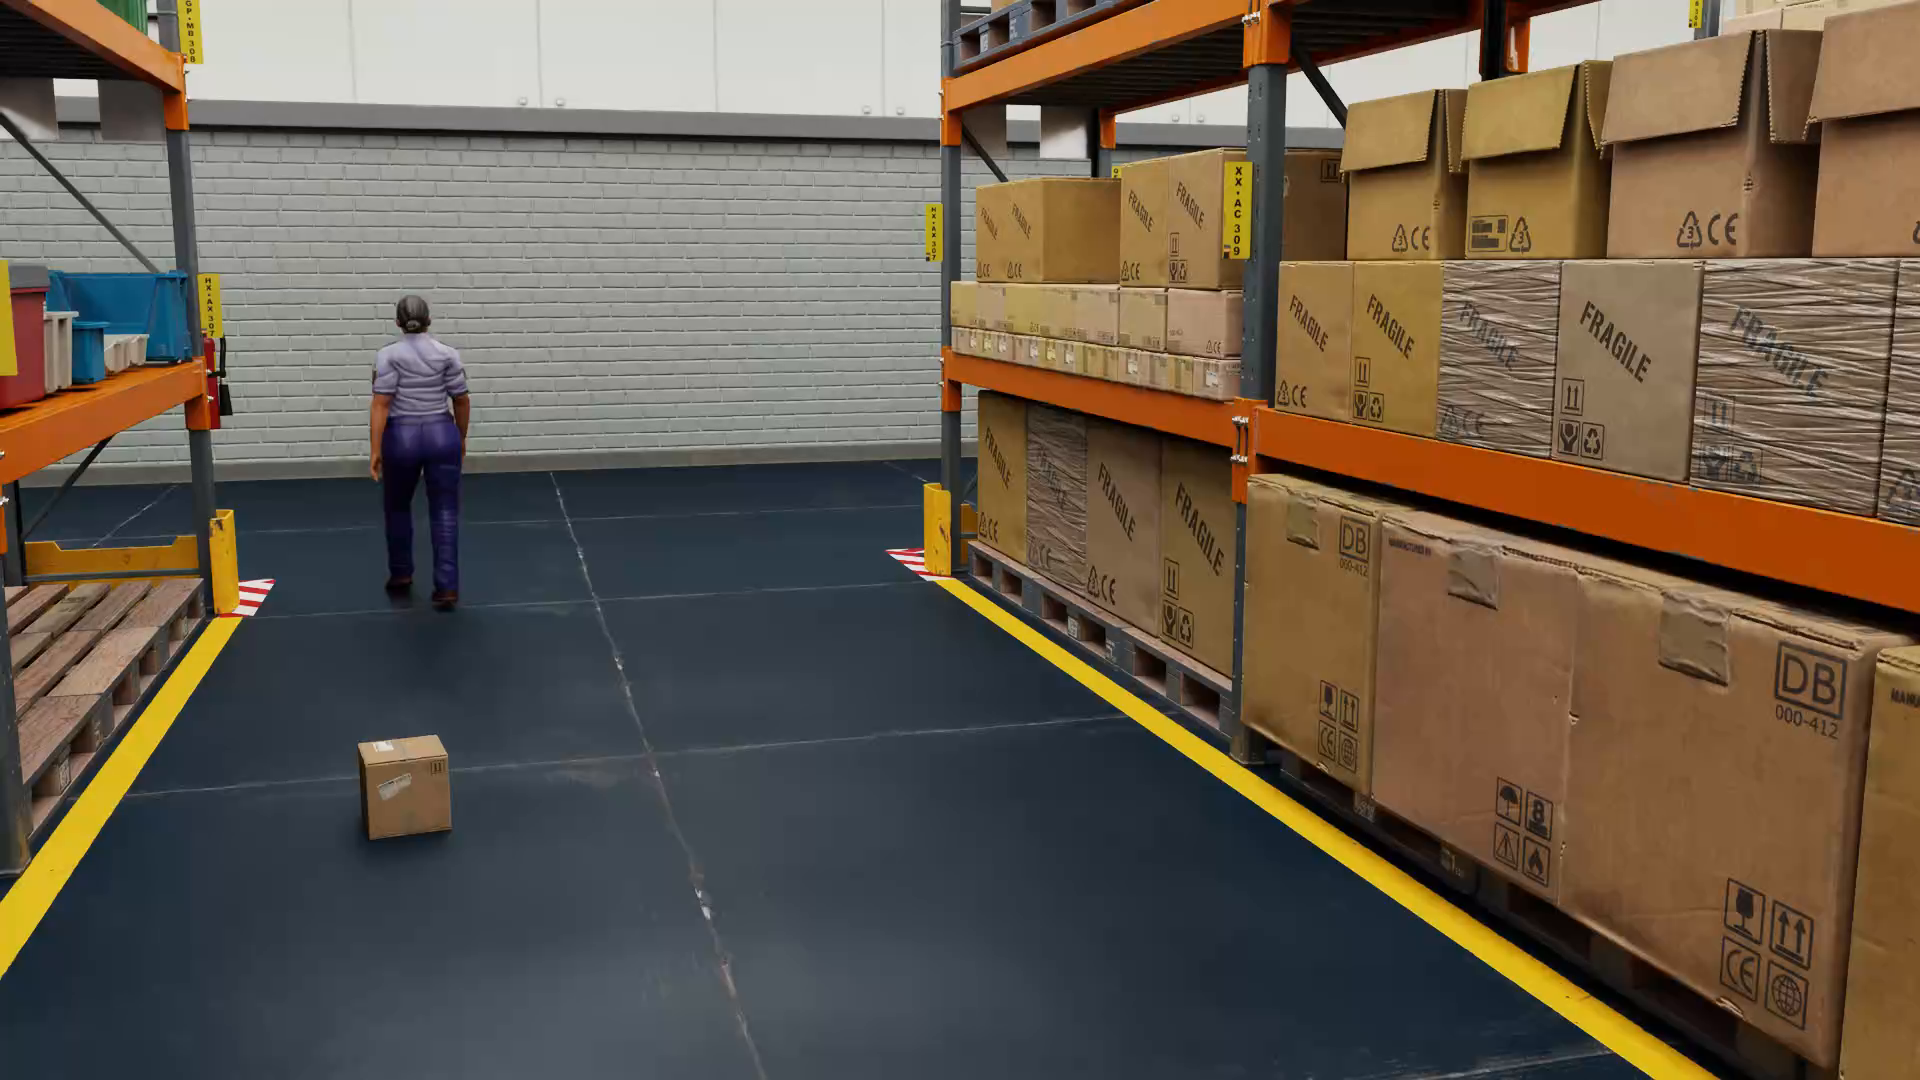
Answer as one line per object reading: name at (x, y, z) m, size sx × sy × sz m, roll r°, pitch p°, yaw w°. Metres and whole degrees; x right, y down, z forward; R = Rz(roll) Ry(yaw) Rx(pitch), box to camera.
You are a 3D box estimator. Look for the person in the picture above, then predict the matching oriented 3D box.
person at (-2.890, -0.485, 8.889) m, size 0.532 × 1.642 × 0.852 m, roll -4°, pitch 10°, yaw -22°
